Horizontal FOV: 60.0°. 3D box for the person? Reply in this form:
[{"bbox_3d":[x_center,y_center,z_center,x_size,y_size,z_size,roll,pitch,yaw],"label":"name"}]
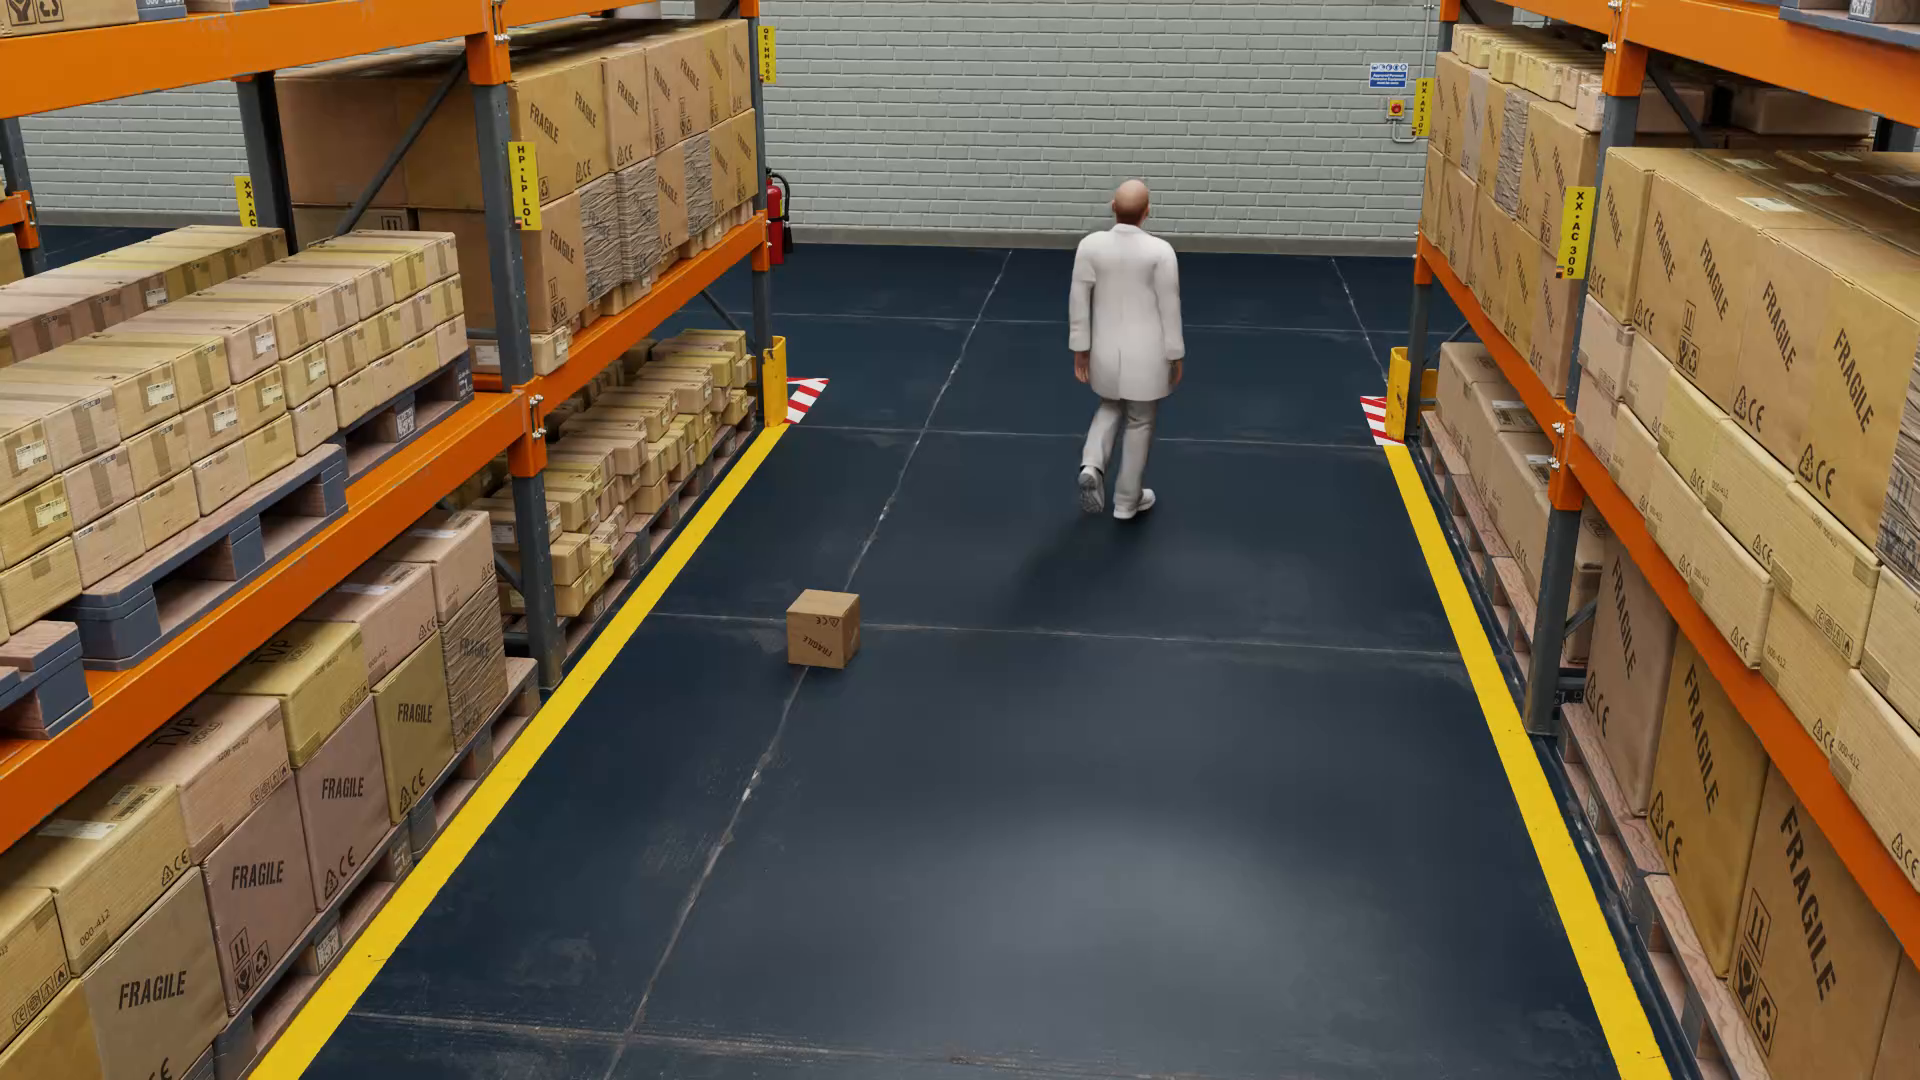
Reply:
[{"bbox_3d":[0.868,-0.967,8.588,0.593,1.780,0.534,10,23,25],"label":"person"}]
